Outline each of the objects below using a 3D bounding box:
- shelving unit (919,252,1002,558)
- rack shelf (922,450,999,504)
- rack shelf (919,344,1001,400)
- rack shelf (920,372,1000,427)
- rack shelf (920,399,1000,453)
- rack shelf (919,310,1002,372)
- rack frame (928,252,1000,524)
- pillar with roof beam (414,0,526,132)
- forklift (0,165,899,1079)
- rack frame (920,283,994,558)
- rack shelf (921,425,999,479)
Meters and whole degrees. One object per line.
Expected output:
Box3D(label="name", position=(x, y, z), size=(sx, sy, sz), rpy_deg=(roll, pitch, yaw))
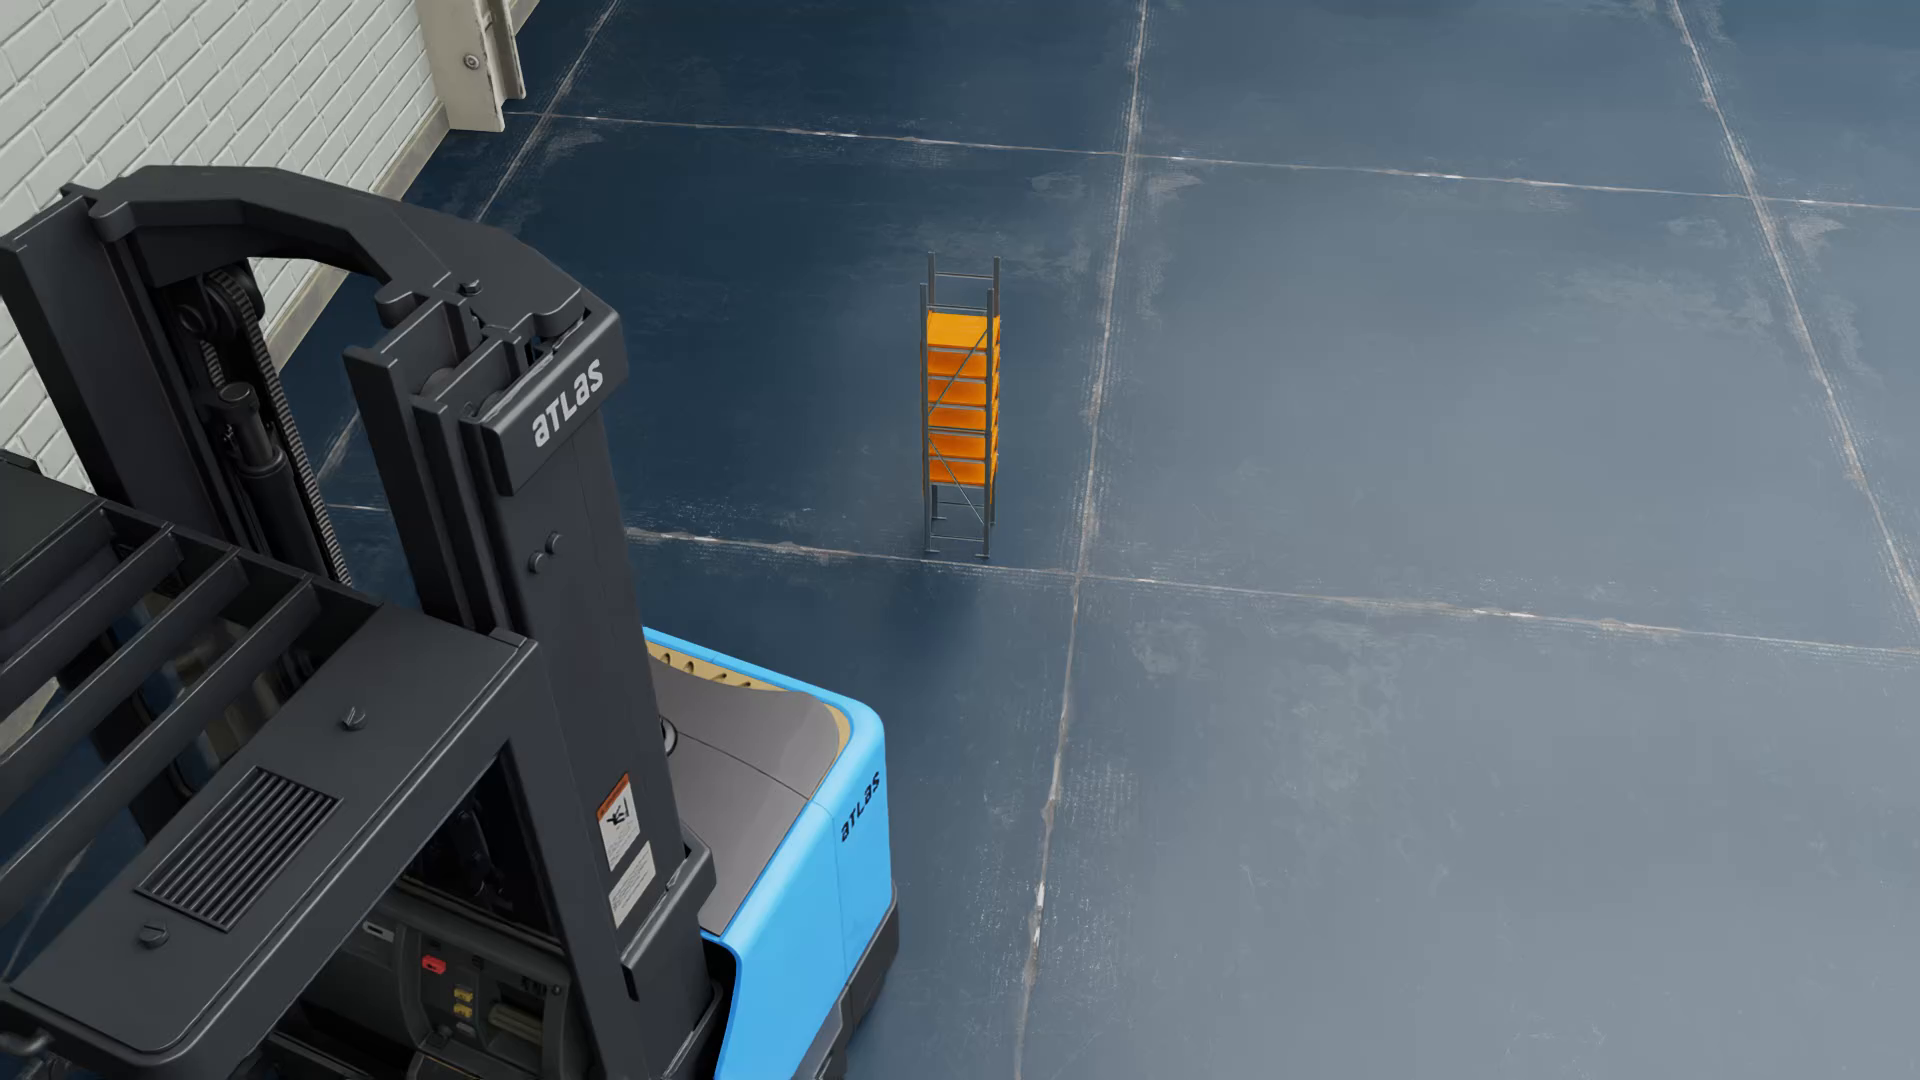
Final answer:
Box3D(label="shelving unit", position=(0.002, -0.446, 5.848), size=(0.258, 1.200, 0.189), rpy_deg=(5, 44, 6))
Box3D(label="rack shelf", position=(0.002, -0.239, 6.043), size=(0.258, 0.103, 0.180), rpy_deg=(5, 44, 6))
Box3D(label="rack shelf", position=(0.002, -0.588, 5.713), size=(0.258, 0.103, 0.180), rpy_deg=(5, 44, 6))
Box3D(label="rack shelf", position=(0.002, -0.500, 5.796), size=(0.258, 0.103, 0.180), rpy_deg=(5, 44, 6))
Box3D(label="rack shelf", position=(0.002, -0.413, 5.878), size=(0.258, 0.103, 0.180), rpy_deg=(5, 44, 6))
Box3D(label="rack shelf", position=(0.002, -0.675, 5.631), size=(0.258, 0.103, 0.180), rpy_deg=(5, 44, 6))
Box3D(label="rack frame", position=(0.014, -0.508, 5.914), size=(0.240, 1.200, 0.006), rpy_deg=(5, 44, 6))
Box3D(label="pillar with roof beam", position=(1.815, -5.095, 5.085), size=(9.100, 9.000, 0.400), rpy_deg=(5, 44, 6))
Box3D(label="forklift", position=(-1.245, 0.936, 3.130), size=(1.130, 2.935, 3.031), rpy_deg=(17, 46, 17))
Box3D(label="rack frame", position=(-0.010, -0.383, 5.782), size=(0.240, 1.200, 0.006), rpy_deg=(5, 44, 6))
Box3D(label="rack shelf", position=(0.002, -0.326, 5.961), size=(0.258, 0.103, 0.180), rpy_deg=(5, 44, 6))
